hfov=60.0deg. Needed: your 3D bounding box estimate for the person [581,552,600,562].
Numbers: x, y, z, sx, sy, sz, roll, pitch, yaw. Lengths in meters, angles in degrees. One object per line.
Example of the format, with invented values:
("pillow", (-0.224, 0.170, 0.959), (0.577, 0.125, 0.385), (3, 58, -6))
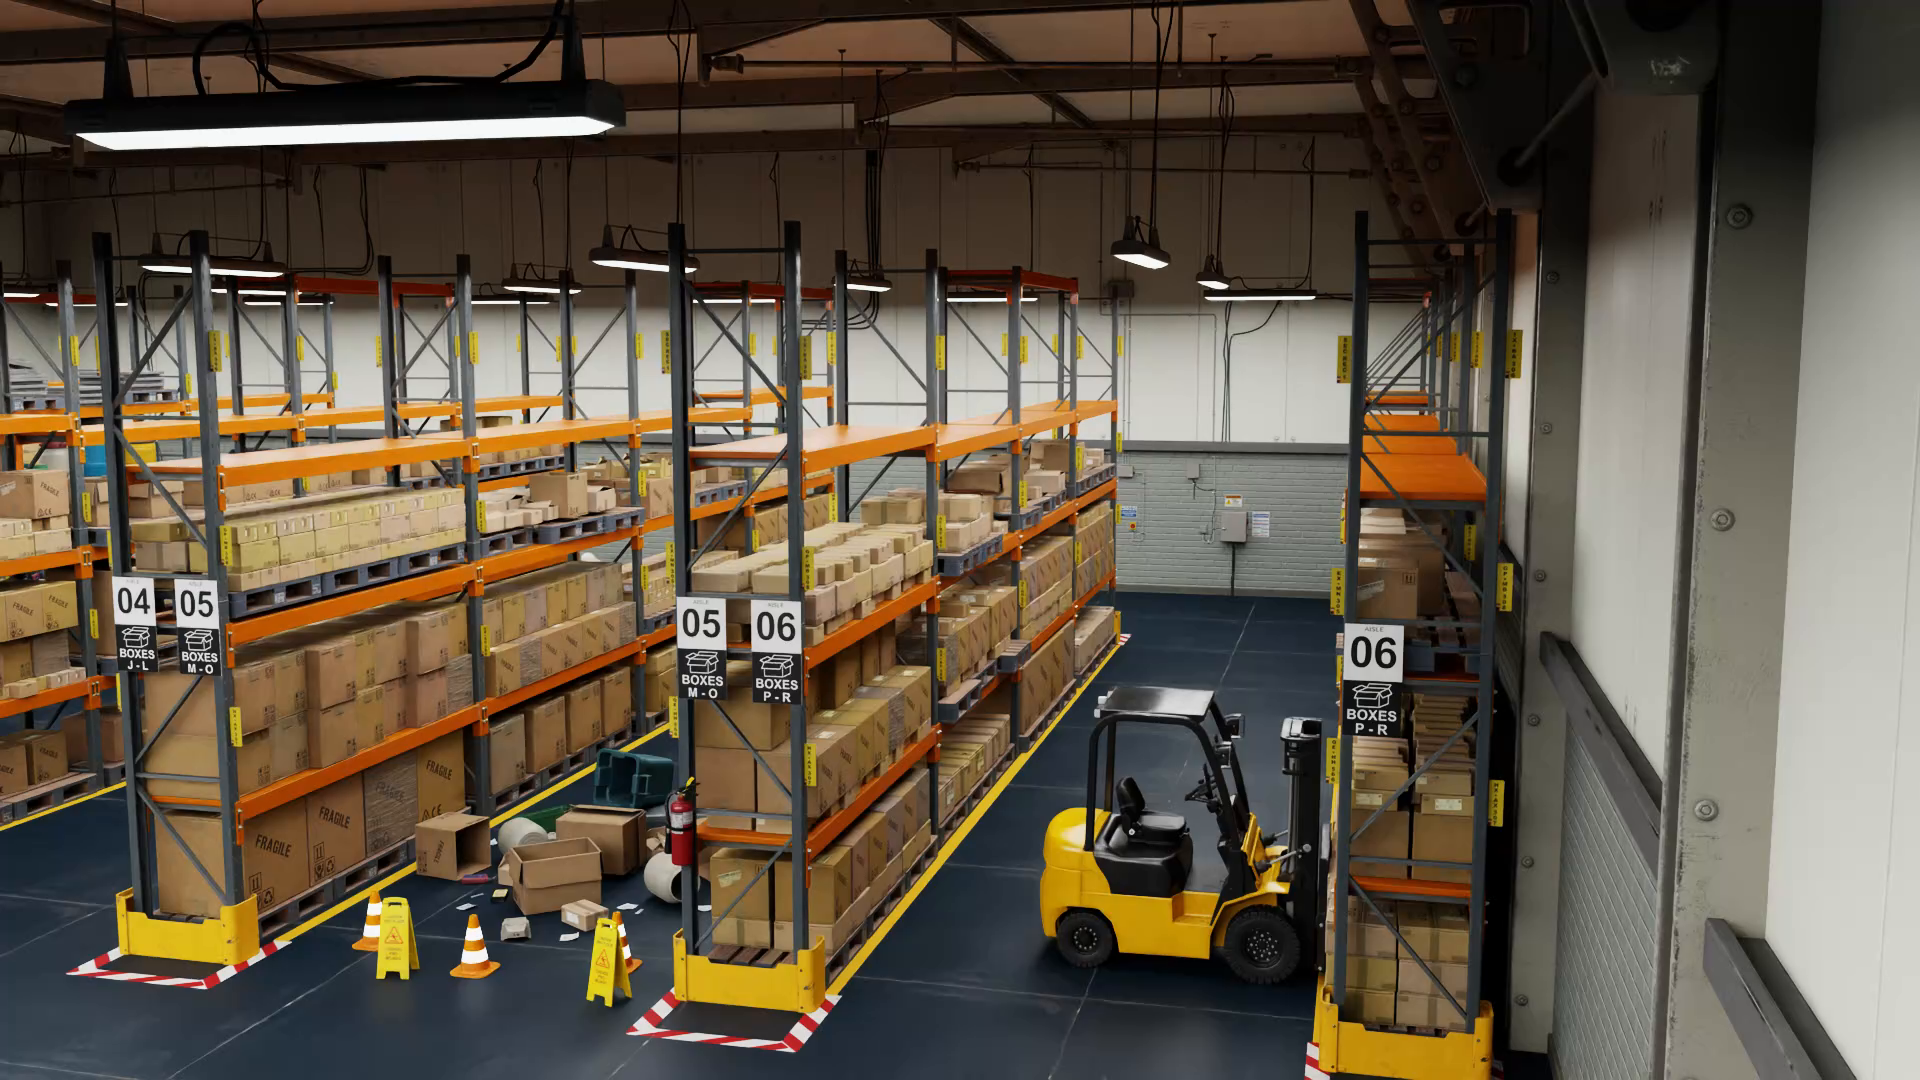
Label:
("person", (-5.844, 1.093, 26.359), (0.582, 1.817, 0.454), (7, 10, 44))
